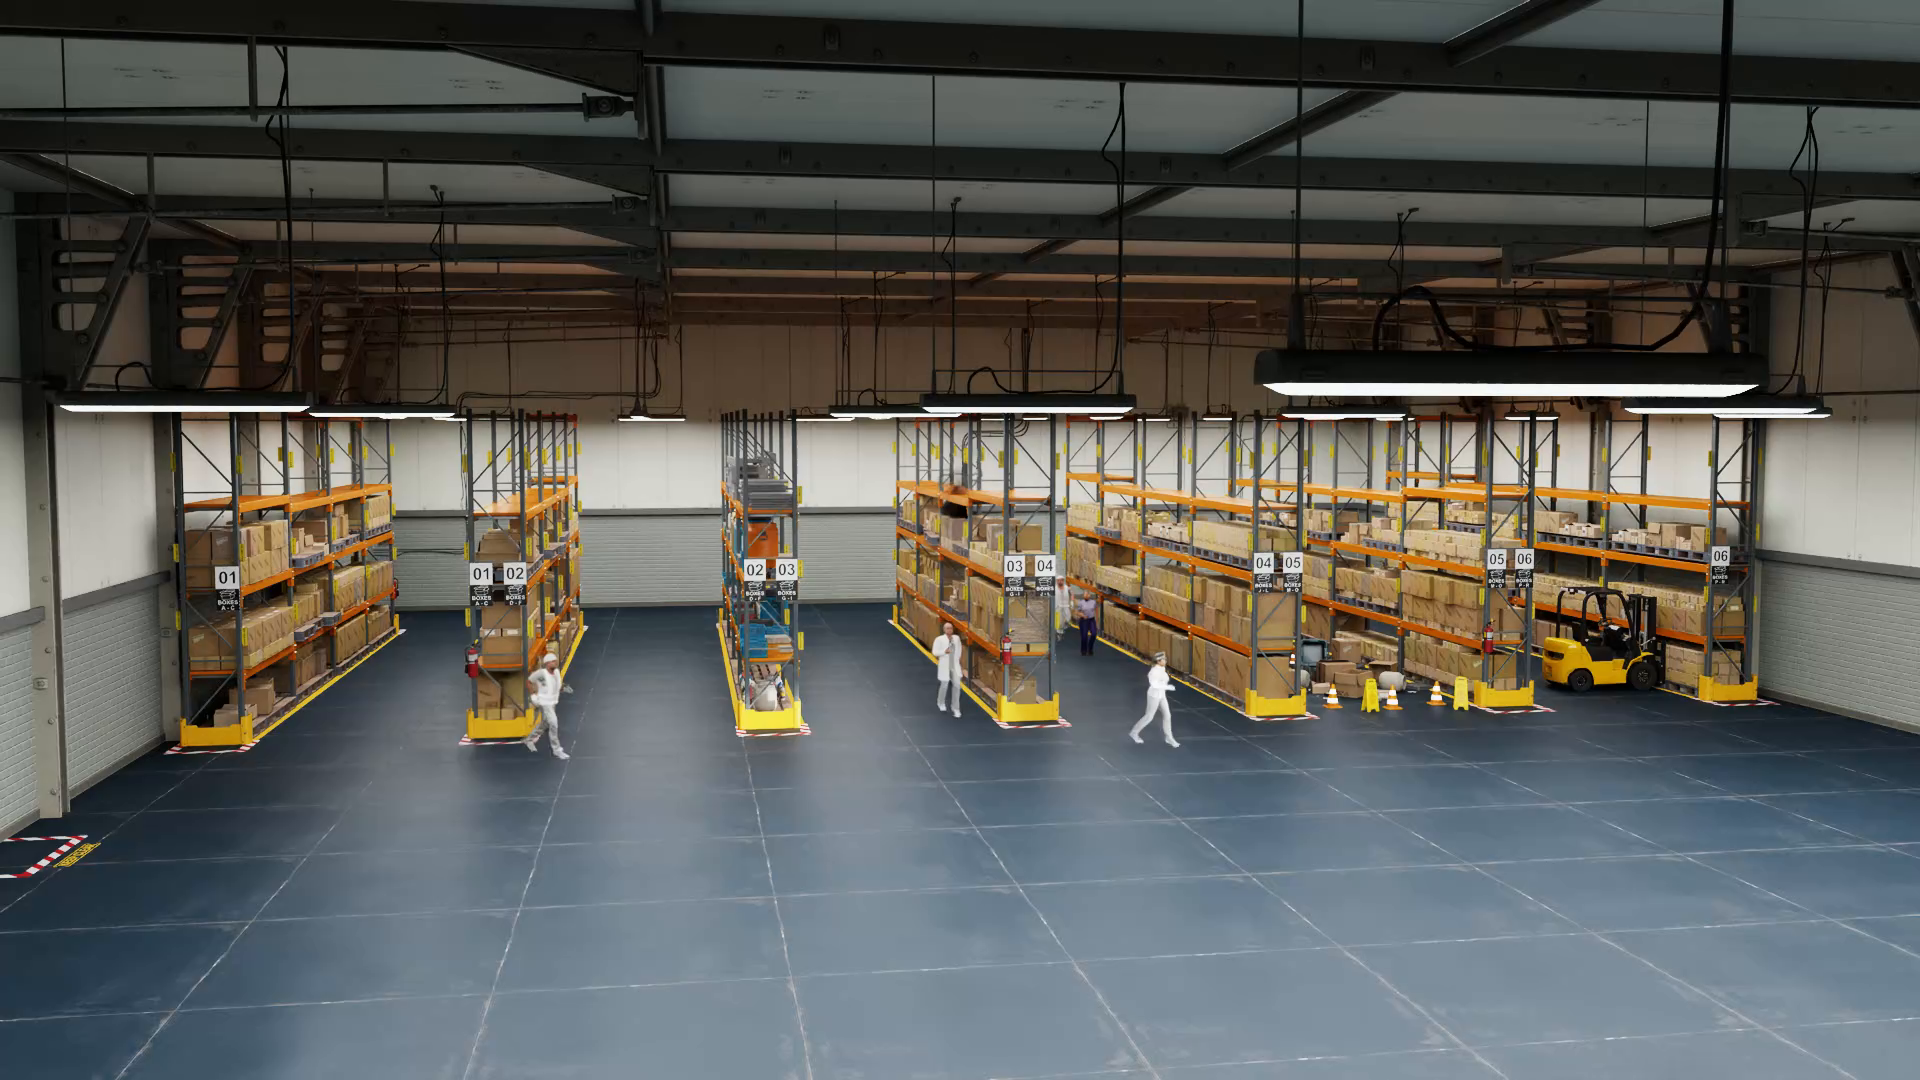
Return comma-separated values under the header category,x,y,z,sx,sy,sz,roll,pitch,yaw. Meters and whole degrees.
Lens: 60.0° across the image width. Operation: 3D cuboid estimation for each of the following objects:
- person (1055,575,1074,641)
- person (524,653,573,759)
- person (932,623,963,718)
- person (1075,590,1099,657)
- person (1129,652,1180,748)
category,x,y,z,sx,sy,sz,roll,pitch,yaw
person,2.690,1.800,43.657,0.673,1.737,0.585,0,4,-6
person,-7.127,2.837,28.616,0.973,1.802,0.626,1,4,18
person,-0.226,2.537,32.722,0.694,1.828,0.876,-1,4,-19
person,3.148,2.064,41.012,0.610,1.638,0.648,0,4,-5
person,3.451,2.816,29.485,0.908,1.703,0.574,2,4,27
